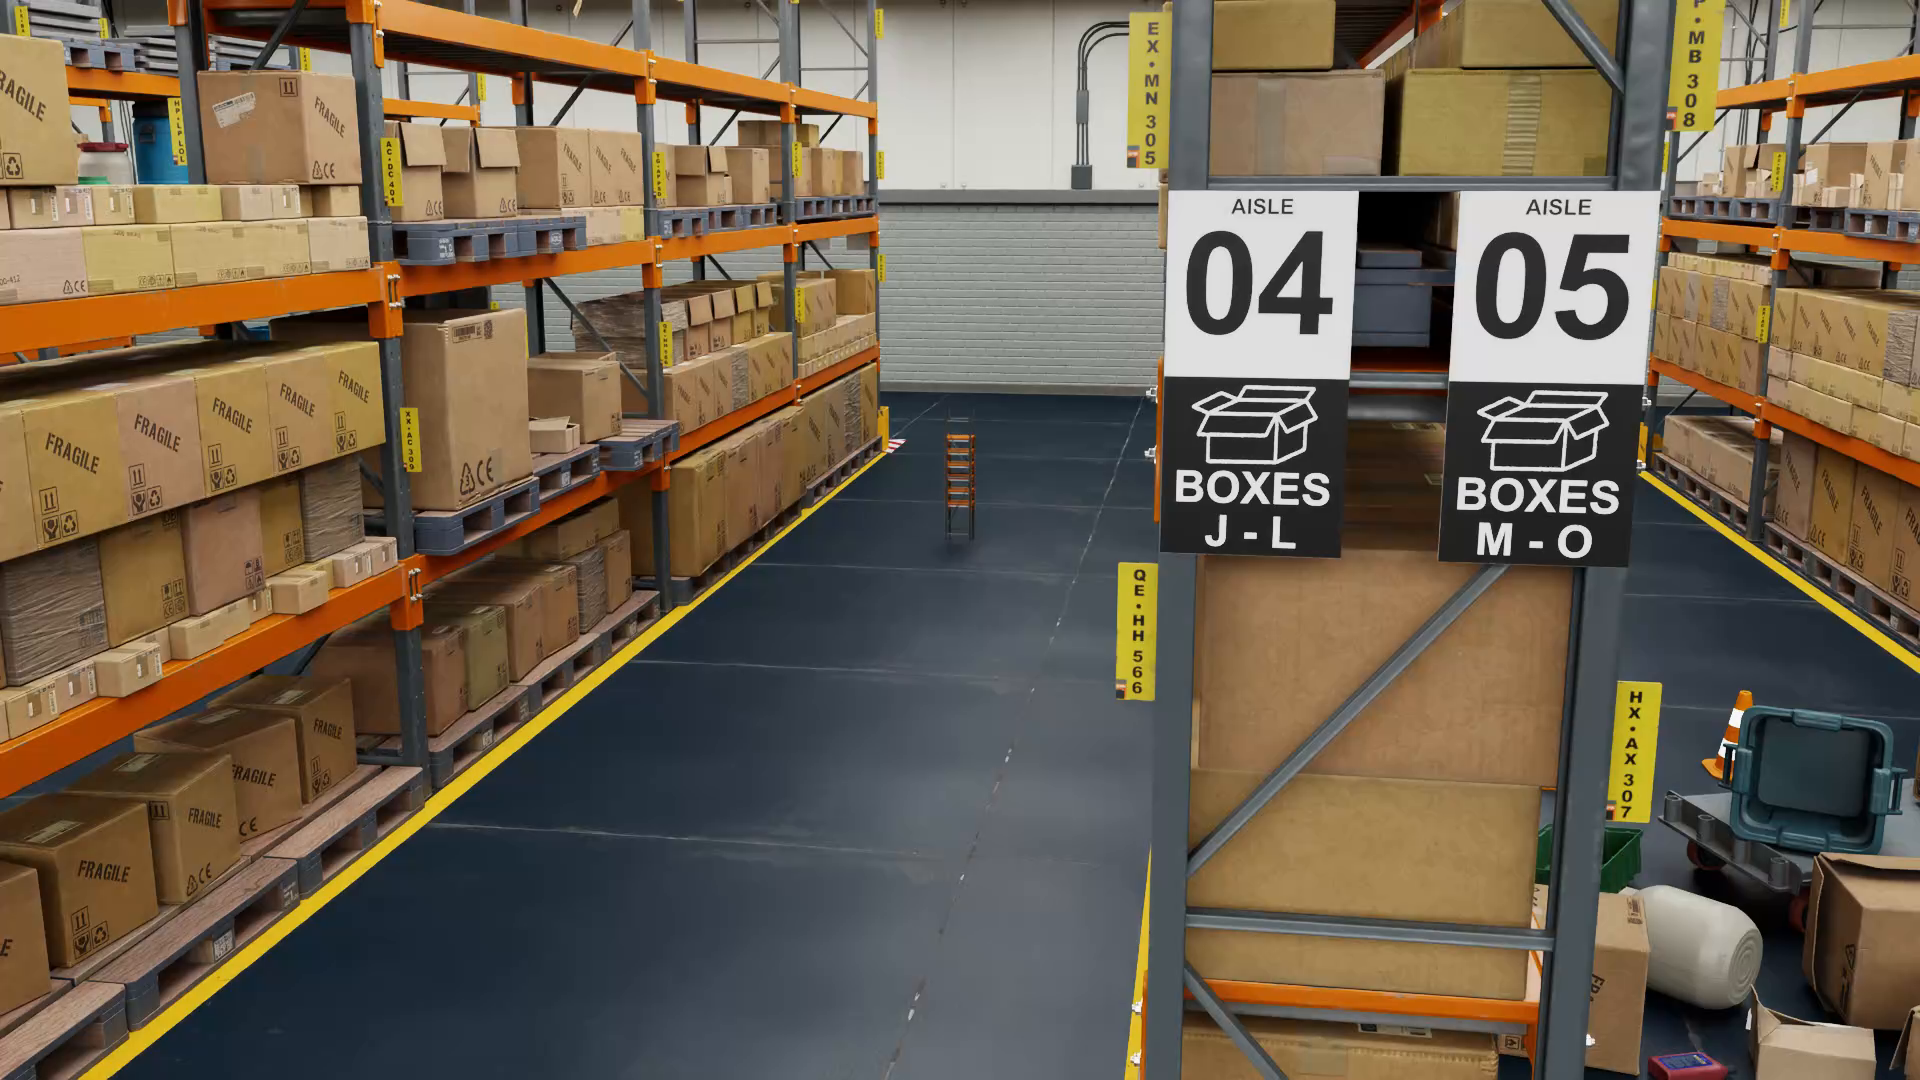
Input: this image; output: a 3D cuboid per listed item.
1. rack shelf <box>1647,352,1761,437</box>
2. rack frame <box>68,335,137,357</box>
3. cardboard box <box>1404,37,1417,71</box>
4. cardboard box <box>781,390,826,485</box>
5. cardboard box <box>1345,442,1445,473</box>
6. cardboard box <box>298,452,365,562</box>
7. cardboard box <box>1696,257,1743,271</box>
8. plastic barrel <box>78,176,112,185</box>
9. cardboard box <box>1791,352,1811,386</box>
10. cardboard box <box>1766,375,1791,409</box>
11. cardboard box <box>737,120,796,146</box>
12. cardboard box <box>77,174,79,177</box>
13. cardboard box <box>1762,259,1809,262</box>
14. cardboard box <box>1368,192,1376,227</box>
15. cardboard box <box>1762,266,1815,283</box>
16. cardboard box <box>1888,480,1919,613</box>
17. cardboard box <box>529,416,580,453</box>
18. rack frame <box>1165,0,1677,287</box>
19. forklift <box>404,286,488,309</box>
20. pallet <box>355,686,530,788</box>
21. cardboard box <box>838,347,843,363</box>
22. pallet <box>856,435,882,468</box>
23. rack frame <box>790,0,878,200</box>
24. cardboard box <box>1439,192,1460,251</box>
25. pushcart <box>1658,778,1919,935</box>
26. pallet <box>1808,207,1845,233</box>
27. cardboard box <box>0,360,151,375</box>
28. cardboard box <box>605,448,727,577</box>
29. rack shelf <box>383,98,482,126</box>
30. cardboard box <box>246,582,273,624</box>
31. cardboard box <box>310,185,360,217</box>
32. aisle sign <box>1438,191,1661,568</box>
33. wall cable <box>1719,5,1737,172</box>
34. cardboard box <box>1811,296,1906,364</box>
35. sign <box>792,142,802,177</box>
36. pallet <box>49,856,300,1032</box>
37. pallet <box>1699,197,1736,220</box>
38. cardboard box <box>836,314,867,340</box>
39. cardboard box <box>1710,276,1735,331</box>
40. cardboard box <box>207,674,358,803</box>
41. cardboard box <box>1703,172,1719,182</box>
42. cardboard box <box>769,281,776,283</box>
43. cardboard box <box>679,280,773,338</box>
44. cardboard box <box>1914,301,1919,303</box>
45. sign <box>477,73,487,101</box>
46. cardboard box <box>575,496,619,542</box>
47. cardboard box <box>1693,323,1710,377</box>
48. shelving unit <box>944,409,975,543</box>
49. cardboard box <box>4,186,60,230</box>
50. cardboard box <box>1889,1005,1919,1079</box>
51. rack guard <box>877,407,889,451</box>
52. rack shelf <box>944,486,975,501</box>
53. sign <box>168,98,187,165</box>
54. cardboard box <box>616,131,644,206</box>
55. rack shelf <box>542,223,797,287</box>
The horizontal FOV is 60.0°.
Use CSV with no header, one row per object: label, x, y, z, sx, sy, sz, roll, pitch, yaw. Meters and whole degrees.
rack shelf,8.006,-1.508,16.837,1.077,0.370,4.000,2,12,9
rack frame,-11.267,-2.919,21.676,1.000,3.000,0.127,2,12,9
cardboard box,1.469,-1.343,4.713,0.380,0.149,0.250,2,12,8
cardboard box,-1.913,-1.066,17.124,0.875,0.875,0.875,2,12,9
cardboard box,1.255,0.008,5.174,0.875,0.550,0.550,2,12,9
cardboard box,-3.455,-0.202,8.125,0.875,0.500,0.500,2,12,9
cardboard box,7.851,-2.847,17.191,0.380,0.149,0.250,2,12,9
plastic barrel,-7.213,-2.902,13.845,0.294,0.245,0.294,0,12,0
cardboard box,7.299,-1.423,13.902,0.500,0.250,0.500,2,12,10
cardboard box,7.370,-1.287,14.460,0.500,0.250,0.500,2,12,7
cardboard box,-1.943,-4.096,16.766,0.500,0.250,0.500,1,12,5
cardboard box,-11.094,-4.442,20.789,0.500,0.250,0.500,2,12,9
cardboard box,8.255,-2.729,16.641,0.380,0.149,0.250,2,12,10
cardboard box,1.627,-1.164,5.774,0.380,0.149,0.250,2,12,8
cardboard box,7.579,-2.424,15.229,0.380,0.149,0.250,2,12,10
cardboard box,7.271,0.081,11.800,0.875,0.875,0.875,2,12,8
cardboard box,-2.699,-0.716,10.774,0.396,0.266,0.258,2,12,7
rack frame,0.946,-2.018,3.253,1.000,3.000,0.127,2,12,9
forklift,-5.187,-1.551,15.490,3.031,2.935,1.130,-8,14,-33
pallet,-3.206,1.101,9.638,1.003,0.211,1.213,2,12,9
cardboard box,-1.482,-2.017,18.087,0.380,0.149,0.250,2,12,7
pallet,-1.524,-1.065,19.693,1.003,0.211,1.213,2,12,9
rack frame,-1.479,-5.530,19.551,1.000,3.000,0.127,2,12,9
cardboard box,1.316,-0.744,3.824,0.380,0.149,0.250,2,12,9
pushcart,4.207,1.440,7.673,1.648,0.377,0.936,-2,12,-11
pallet,7.606,-2.624,13.641,0.805,0.209,1.217,1,12,6
cardboard box,-3.798,-0.489,7.082,0.500,0.500,0.500,2,12,9
cardboard box,-2.582,-0.242,13.299,1.225,0.875,0.875,1,12,6
rack shelf,-6.680,-4.727,18.482,1.077,0.370,4.000,2,12,9
cardboard box,-3.310,0.283,7.414,0.380,0.149,0.250,2,12,9
cardboard box,-3.089,-1.610,7.892,0.380,0.149,0.250,2,12,10
aisle sign,1.232,-0.331,3.497,0.394,0.787,0.004,2,12,9
wall cable,9.653,-6.377,23.482,2.355,3.000,0.029,2,12,9
cardboard box,7.216,-1.688,13.352,0.500,0.500,0.500,2,12,7
sign,-1.556,-3.622,15.843,0.100,0.325,0.005,2,12,9
pallet,-3.578,1.659,7.050,1.003,0.211,1.213,2,12,9
pallet,8.024,-3.290,16.486,1.003,0.211,1.213,2,12,9
cardboard box,-1.370,-2.455,19.170,0.500,0.250,0.500,2,12,8
cardboard box,7.653,-2.300,16.193,0.500,0.500,0.500,2,12,9
cardboard box,-3.425,0.999,8.431,0.500,0.500,0.500,1,12,7
cardboard box,8.333,-3.827,17.890,0.500,0.250,0.500,1,12,3
cardboard box,-2.206,-2.412,17.192,0.500,0.500,0.500,2,12,9
cardboard box,-2.184,-2.171,15.585,0.797,0.503,0.637,2,12,7
cardboard box,7.643,-1.559,12.754,0.500,0.500,0.500,2,12,10
sign,-5.827,-5.519,20.263,0.100,0.325,0.005,2,12,9
cardboard box,-2.782,-0.151,11.942,0.500,0.250,0.500,2,12,11
cardboard box,7.749,-1.918,16.794,0.500,0.500,0.500,2,12,11
shelving unit,-0.002,-0.584,15.110,0.258,1.200,0.189,2,12,9
cardboard box,-3.435,-1.174,5.868,0.380,0.149,0.250,1,12,6
cardboard box,3.621,1.827,5.579,0.797,0.503,0.637,-7,14,-30
rack guard,-1.475,-1.381,20.470,1.175,0.500,0.348,2,12,9
rack shelf,-0.002,-0.423,15.144,0.258,0.103,0.180,2,12,9
sign,-3.873,-2.028,8.260,0.100,0.325,0.005,2,12,9
cardboard box,-2.535,-2.584,11.578,0.500,0.500,0.500,2,12,10
rack shelf,-2.401,-2.463,14.147,1.077,0.370,4.000,2,12,9
